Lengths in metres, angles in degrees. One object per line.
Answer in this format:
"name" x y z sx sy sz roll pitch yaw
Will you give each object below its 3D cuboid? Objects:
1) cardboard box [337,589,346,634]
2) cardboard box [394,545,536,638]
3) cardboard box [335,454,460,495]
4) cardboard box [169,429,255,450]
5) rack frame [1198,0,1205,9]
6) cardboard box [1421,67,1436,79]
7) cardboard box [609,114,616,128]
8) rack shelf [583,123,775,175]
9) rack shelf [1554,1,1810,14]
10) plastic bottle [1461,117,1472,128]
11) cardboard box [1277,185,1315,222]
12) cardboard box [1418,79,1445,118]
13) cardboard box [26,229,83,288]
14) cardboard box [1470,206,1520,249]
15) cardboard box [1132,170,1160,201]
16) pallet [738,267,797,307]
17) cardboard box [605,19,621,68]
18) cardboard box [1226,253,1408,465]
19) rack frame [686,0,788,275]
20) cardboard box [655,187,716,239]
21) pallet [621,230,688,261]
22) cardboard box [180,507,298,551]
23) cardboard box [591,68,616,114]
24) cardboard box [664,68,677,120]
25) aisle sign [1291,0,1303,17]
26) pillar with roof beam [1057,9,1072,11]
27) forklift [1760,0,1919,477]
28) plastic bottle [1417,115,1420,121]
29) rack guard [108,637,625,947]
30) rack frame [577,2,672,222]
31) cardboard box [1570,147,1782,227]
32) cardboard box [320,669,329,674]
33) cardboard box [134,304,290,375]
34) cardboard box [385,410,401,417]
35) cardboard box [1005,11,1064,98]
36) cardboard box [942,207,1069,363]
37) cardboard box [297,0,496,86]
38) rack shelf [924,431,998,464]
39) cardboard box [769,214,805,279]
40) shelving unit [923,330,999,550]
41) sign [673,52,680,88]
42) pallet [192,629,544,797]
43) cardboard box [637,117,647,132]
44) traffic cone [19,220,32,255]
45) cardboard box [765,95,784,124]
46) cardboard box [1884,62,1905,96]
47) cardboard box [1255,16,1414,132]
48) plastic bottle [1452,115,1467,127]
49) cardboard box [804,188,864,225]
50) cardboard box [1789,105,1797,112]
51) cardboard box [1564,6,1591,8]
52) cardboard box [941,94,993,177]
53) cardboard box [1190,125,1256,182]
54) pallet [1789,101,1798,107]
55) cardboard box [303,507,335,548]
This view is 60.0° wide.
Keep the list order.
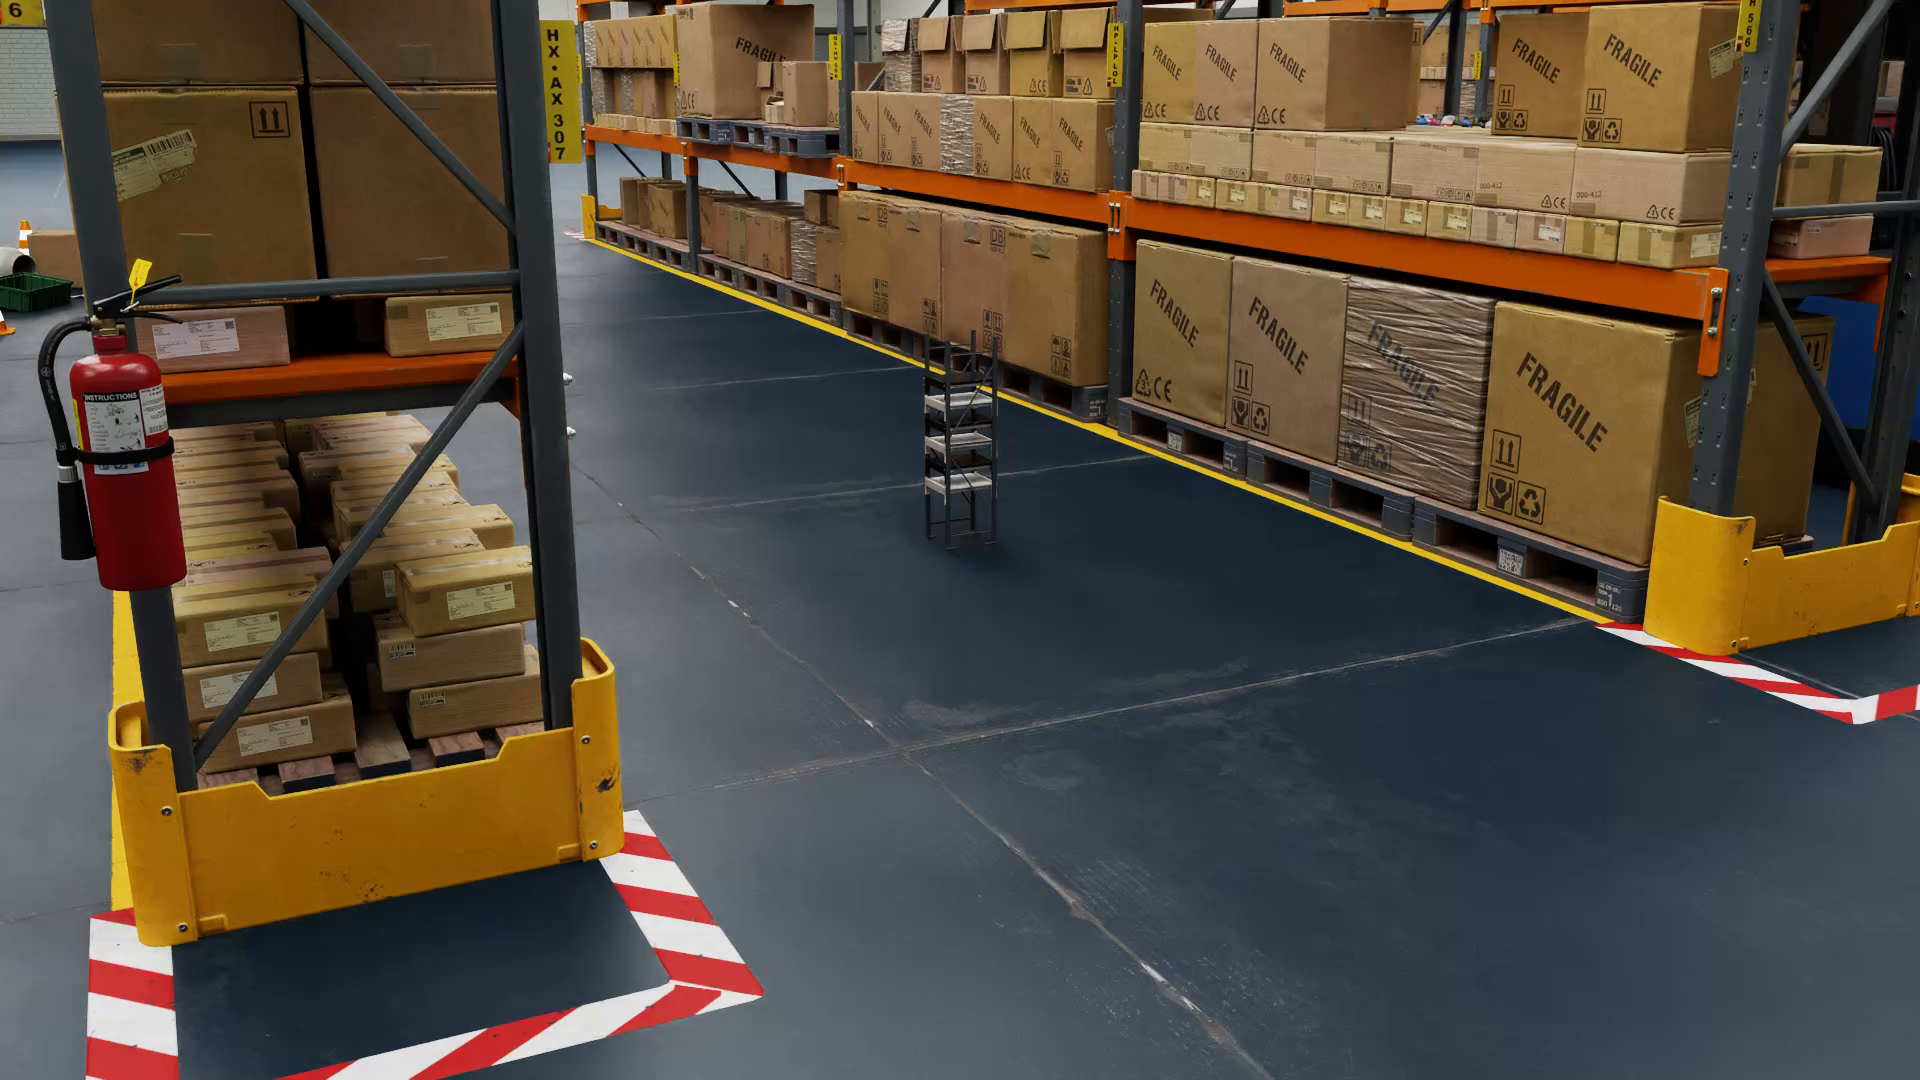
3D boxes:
"cardboard box" -1.892 0.184 5.579 0.380 0.149 0.250 -8 18 -25
"cardboard box" -1.360 0.140 4.655 0.380 0.149 0.250 -9 18 -27
"cardboard box" -1.955 -0.184 5.783 0.380 0.149 0.250 -7 18 -24
"cardboard box" -2.828 -0.304 6.199 0.380 0.149 0.250 -7 18 -24
"rack frame" 2.262 -4.720 18.261 1.000 3.000 0.127 -8 18 -25
"cardboard box" 6.065 -5.910 21.051 0.380 0.149 0.250 -8 18 -25
"cardboard box" -3.716 -4.706 18.666 0.380 0.149 0.250 -8 18 -25
"rack shelf" -3.066 -4.272 18.003 1.077 0.370 4.000 -8 18 -25
"rack shelf" 10.292 -7.509 23.847 1.077 0.370 4.000 -8 18 -25
"plastic bottle" 4.197 -3.381 13.827 0.097 0.271 0.097 0 16 0
"cardboard box" 1.713 -1.582 7.782 0.380 0.149 0.250 -7 18 -24
"cardboard box" 6.280 -5.605 21.164 0.700 0.500 0.500 -8 18 -25
"cardboard box" -8.296 -2.608 15.428 0.500 0.500 0.500 -5 17 -15
"cardboard box" 2.281 -1.263 6.669 0.380 0.149 0.250 -7 18 -24
"cardboard box" 1.145 -1.904 8.902 0.380 0.149 0.250 -8 18 -25
"pallet" -1.309 -2.286 14.832 1.003 0.211 1.213 -8 18 -25
"cardboard box" -3.514 -5.367 17.983 0.500 0.500 0.500 -8 18 -25
"cardboard box" 1.926 -0.922 8.117 0.875 0.875 0.875 -8 18 -25
"rack frame" -2.190 -4.122 16.175 1.000 3.000 0.127 -8 18 -25
"cardboard box" -2.930 -3.512 17.820 0.500 0.500 0.500 -9 19 -30
"pallet" -3.055 -3.247 18.181 1.003 0.211 1.213 -8 18 -25
"cardboard box" -2.238 0.020 5.071 0.380 0.149 0.250 -8 18 -27
"cardboard box" -3.726 -5.165 19.090 0.875 0.500 0.500 -8 18 -25
"cardboard box" -2.519 -4.560 16.982 0.875 0.500 0.500 -8 18 -25
"aisle sign" 4.660 -7.539 23.369 0.394 0.787 0.004 -8 18 -25
"pillar with roof beam" -1.256 -13.667 38.561 9.100 9.000 0.400 -8 18 -25
"forklift" 4.414 -1.972 8.810 1.130 2.935 3.031 -6 17 -21
"plastic bottle" 3.913 -3.522 14.312 0.152 0.276 0.135 -8 18 -25
"rack guard" -1.469 0.611 4.216 1.175 0.500 0.348 -8 18 -25
"rack frame" -3.943 -5.114 19.632 1.000 3.000 0.127 -8 18 -25
"cardboard box" 2.616 -1.305 6.093 0.500 0.250 0.500 -8 18 -26
"cardboard box" -2.096 0.364 4.952 0.380 0.149 0.250 -8 18 -25
"cardboard box" -1.833 -0.498 4.003 0.380 0.149 0.250 -8 18 -25
"cardboard box" -2.536 -0.505 6.901 0.380 0.149 0.250 -8 18 -25
"cardboard box" 0.737 -2.997 10.257 0.797 0.503 0.637 -7 18 -24
"cardboard box" 0.624 -1.696 10.814 1.225 0.875 0.875 -8 18 -27
"cardboard box" -1.394 -1.387 4.112 0.500 0.500 0.500 -8 18 -25
"rack shelf" 0.004 -0.398 7.129 0.258 0.077 0.200 -8 18 -25
"cardboard box" -1.258 -2.579 14.535 0.700 0.500 0.500 -6 17 -20
"shelving unit" 0.004 -0.431 7.120 0.258 0.900 0.210 -8 18 -25
"sign" -2.675 -4.470 15.821 0.100 0.325 0.005 -8 18 -25
"pallet" -1.793 0.544 4.973 1.003 0.211 1.213 -8 18 -25
"cardboard box" -3.193 -4.392 17.574 0.380 0.149 0.250 -8 18 -25
"traffic cone" -9.489 -3.017 16.923 0.336 0.463 0.334 -8 18 -25
"cardboard box" -1.411 -3.648 14.007 0.396 0.266 0.258 -8 18 -26
"cardboard box" 9.075 -4.184 15.448 0.700 0.500 0.500 -4 17 -14
"cardboard box" 1.735 -2.168 7.741 0.500 0.500 0.500 -8 18 -27
"plastic bottle" 4.134 -3.372 13.776 0.061 0.283 0.133 -8 18 -25
"cardboard box" -1.000 -2.793 13.920 0.500 0.250 0.500 -6 17 -19
"cardboard box" 8.349 -4.379 17.232 0.500 0.311 0.500 -6 17 -21
"cardboard box" 9.337 -8.296 25.065 0.500 0.500 0.500 -7 17 -23
"cardboard box" 0.203 -2.646 10.852 0.500 0.500 0.500 -8 18 -25
"cardboard box" 1.498 -1.937 8.295 0.500 0.250 0.500 -8 18 -25
"pallet" 11.372 -5.618 21.738 1.003 0.211 1.213 -8 18 -25
"cardboard box" -2.063 -0.025 5.769 0.380 0.149 0.250 -7 17 -22
